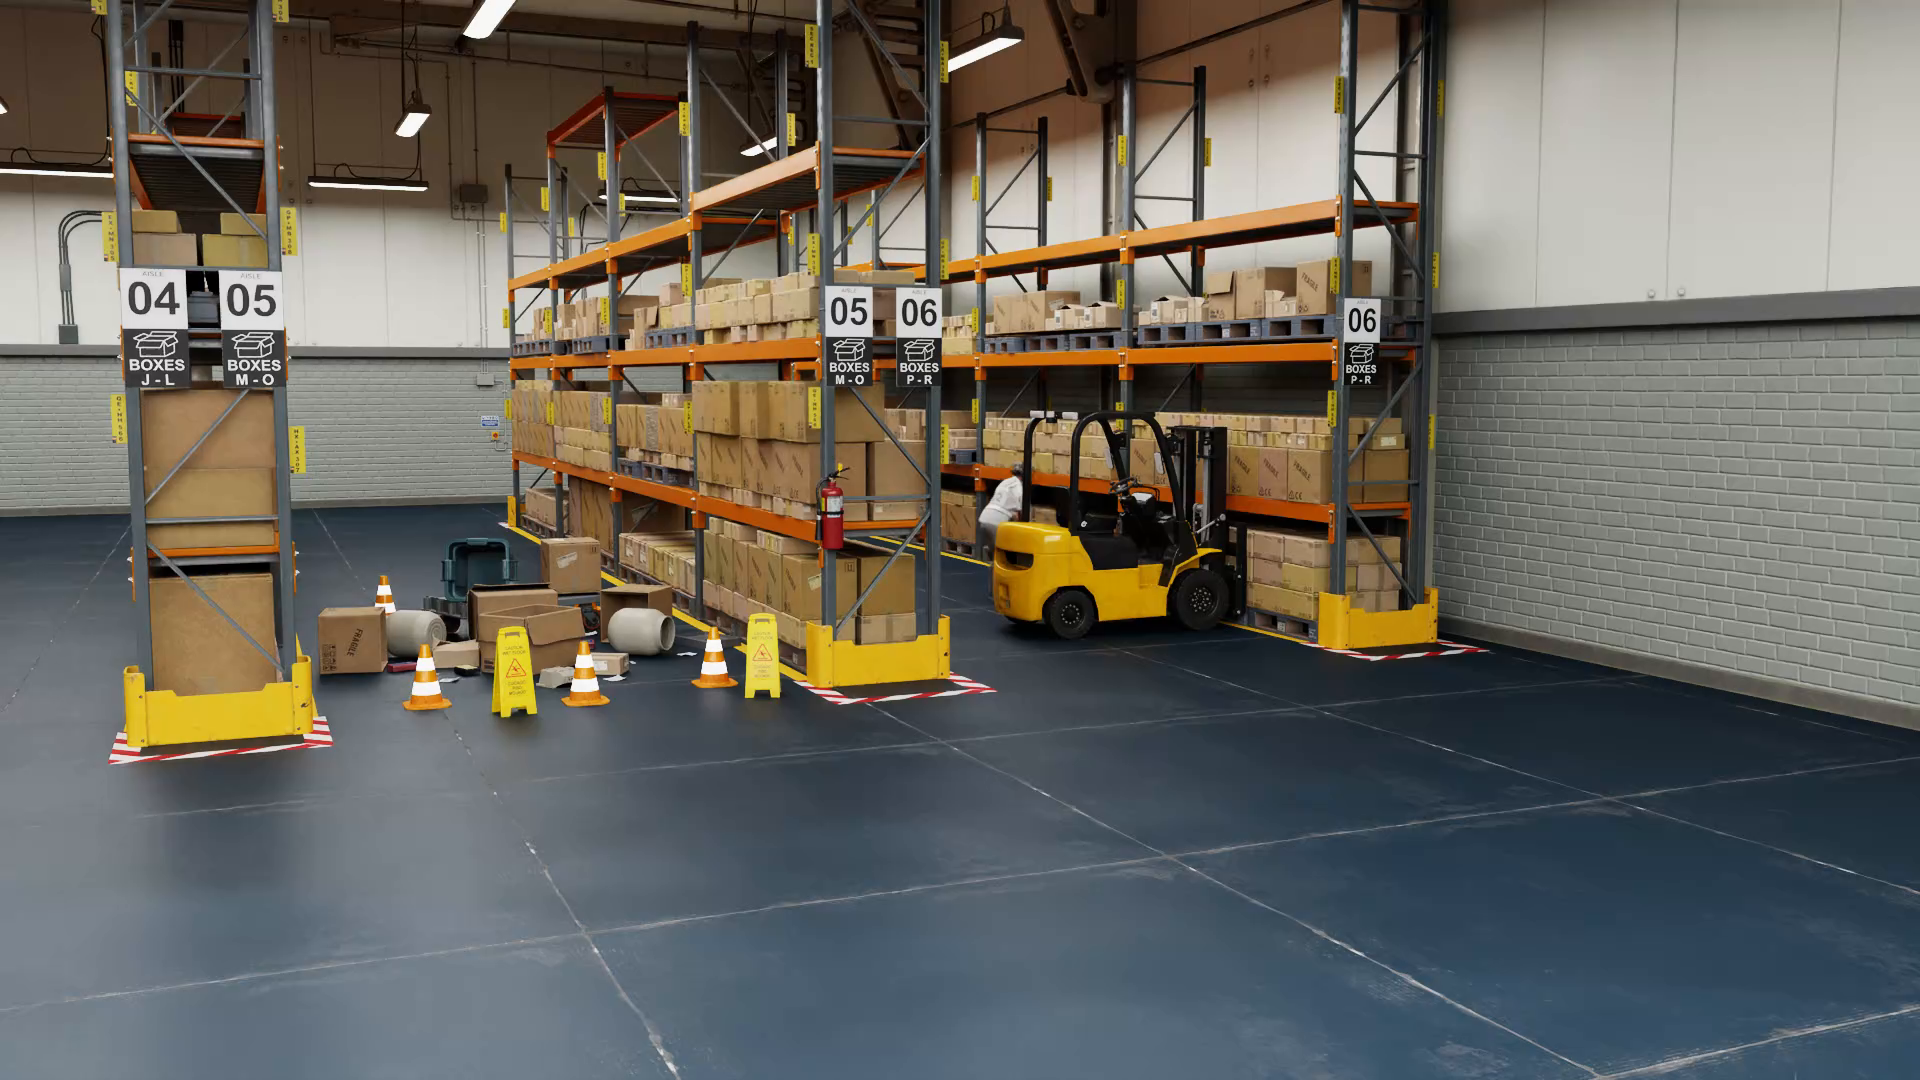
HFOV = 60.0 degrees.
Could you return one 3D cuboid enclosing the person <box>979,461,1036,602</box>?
[{"bbox_3d":[0.533,-0.092,18.554,0.646,1.559,0.412,-3,6,-25],"label":"person"}]
